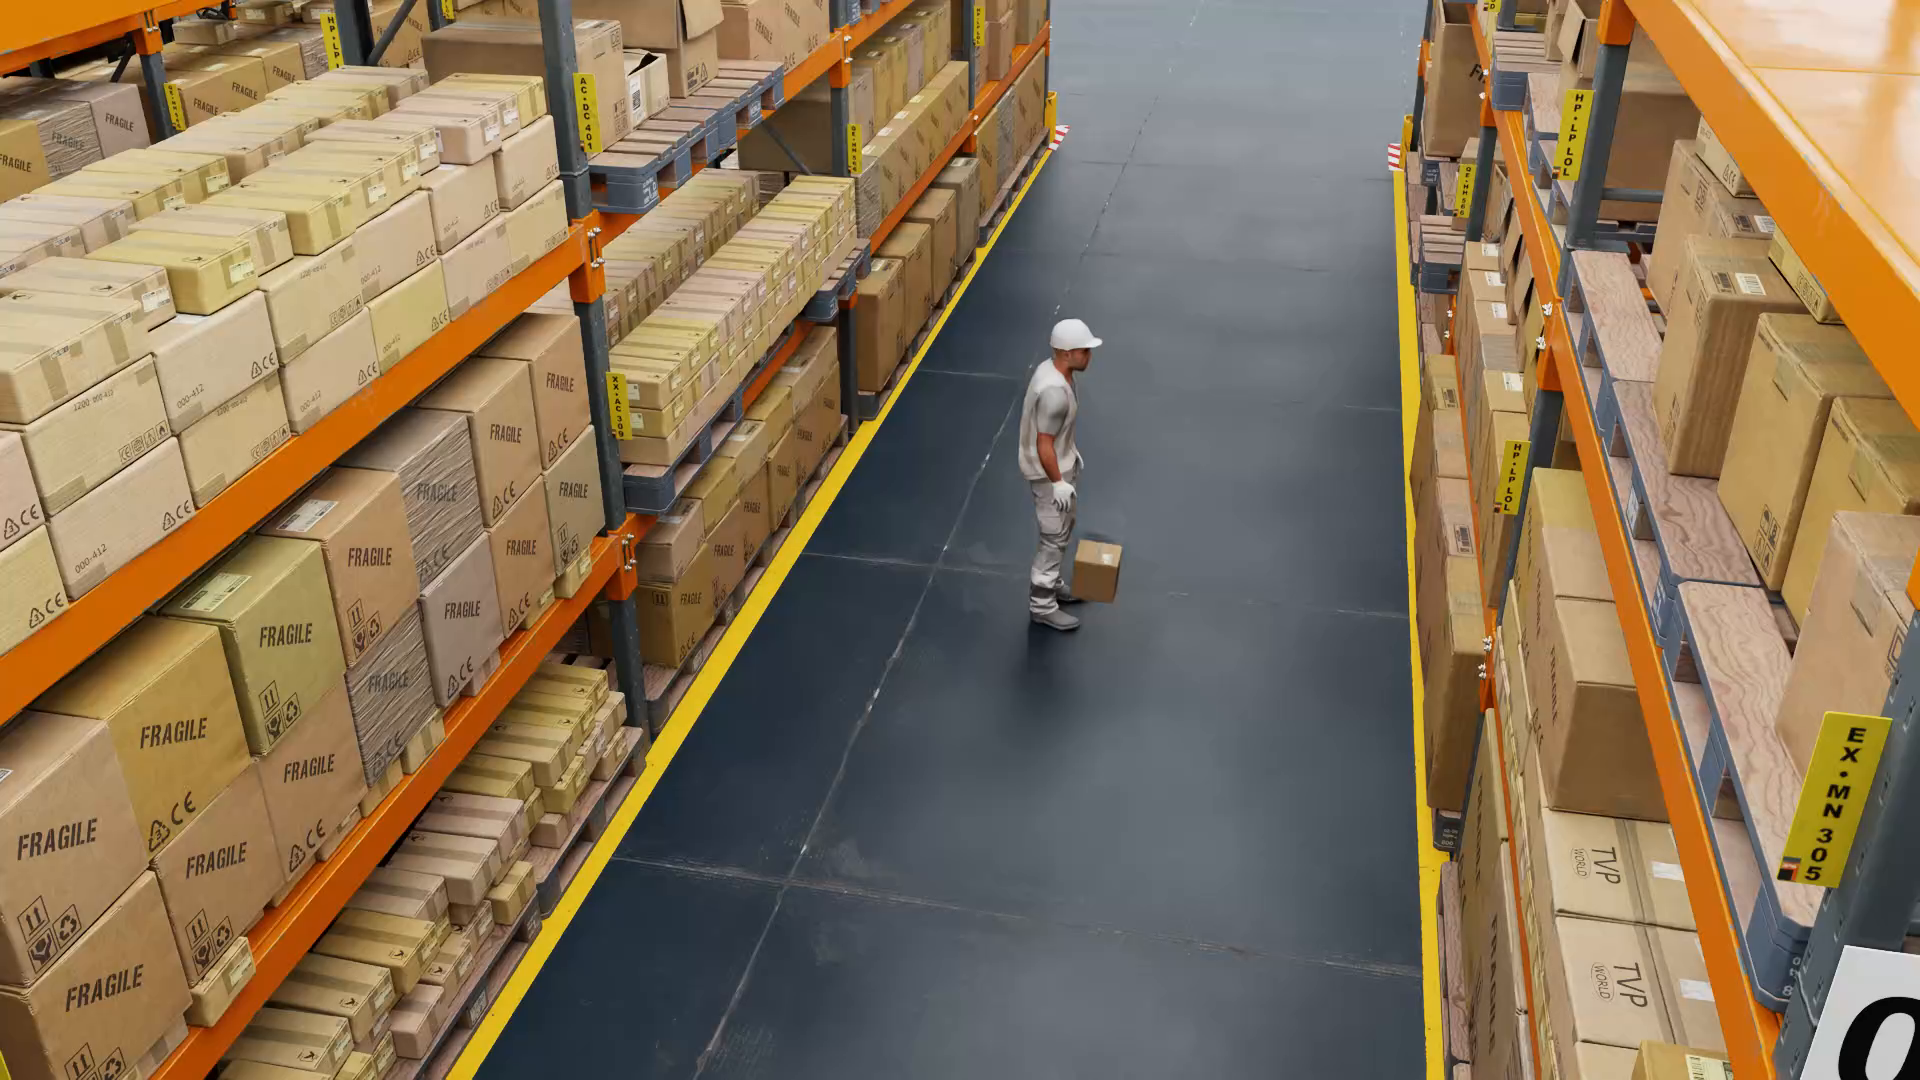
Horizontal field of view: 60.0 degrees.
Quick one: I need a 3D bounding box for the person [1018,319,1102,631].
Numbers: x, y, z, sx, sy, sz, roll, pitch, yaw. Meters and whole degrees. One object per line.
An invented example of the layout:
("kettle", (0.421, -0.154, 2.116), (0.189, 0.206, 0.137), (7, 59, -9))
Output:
("person", (0.547, -0.388, 9.320), (0.435, 1.781, 0.568), (5, 29, 9))
